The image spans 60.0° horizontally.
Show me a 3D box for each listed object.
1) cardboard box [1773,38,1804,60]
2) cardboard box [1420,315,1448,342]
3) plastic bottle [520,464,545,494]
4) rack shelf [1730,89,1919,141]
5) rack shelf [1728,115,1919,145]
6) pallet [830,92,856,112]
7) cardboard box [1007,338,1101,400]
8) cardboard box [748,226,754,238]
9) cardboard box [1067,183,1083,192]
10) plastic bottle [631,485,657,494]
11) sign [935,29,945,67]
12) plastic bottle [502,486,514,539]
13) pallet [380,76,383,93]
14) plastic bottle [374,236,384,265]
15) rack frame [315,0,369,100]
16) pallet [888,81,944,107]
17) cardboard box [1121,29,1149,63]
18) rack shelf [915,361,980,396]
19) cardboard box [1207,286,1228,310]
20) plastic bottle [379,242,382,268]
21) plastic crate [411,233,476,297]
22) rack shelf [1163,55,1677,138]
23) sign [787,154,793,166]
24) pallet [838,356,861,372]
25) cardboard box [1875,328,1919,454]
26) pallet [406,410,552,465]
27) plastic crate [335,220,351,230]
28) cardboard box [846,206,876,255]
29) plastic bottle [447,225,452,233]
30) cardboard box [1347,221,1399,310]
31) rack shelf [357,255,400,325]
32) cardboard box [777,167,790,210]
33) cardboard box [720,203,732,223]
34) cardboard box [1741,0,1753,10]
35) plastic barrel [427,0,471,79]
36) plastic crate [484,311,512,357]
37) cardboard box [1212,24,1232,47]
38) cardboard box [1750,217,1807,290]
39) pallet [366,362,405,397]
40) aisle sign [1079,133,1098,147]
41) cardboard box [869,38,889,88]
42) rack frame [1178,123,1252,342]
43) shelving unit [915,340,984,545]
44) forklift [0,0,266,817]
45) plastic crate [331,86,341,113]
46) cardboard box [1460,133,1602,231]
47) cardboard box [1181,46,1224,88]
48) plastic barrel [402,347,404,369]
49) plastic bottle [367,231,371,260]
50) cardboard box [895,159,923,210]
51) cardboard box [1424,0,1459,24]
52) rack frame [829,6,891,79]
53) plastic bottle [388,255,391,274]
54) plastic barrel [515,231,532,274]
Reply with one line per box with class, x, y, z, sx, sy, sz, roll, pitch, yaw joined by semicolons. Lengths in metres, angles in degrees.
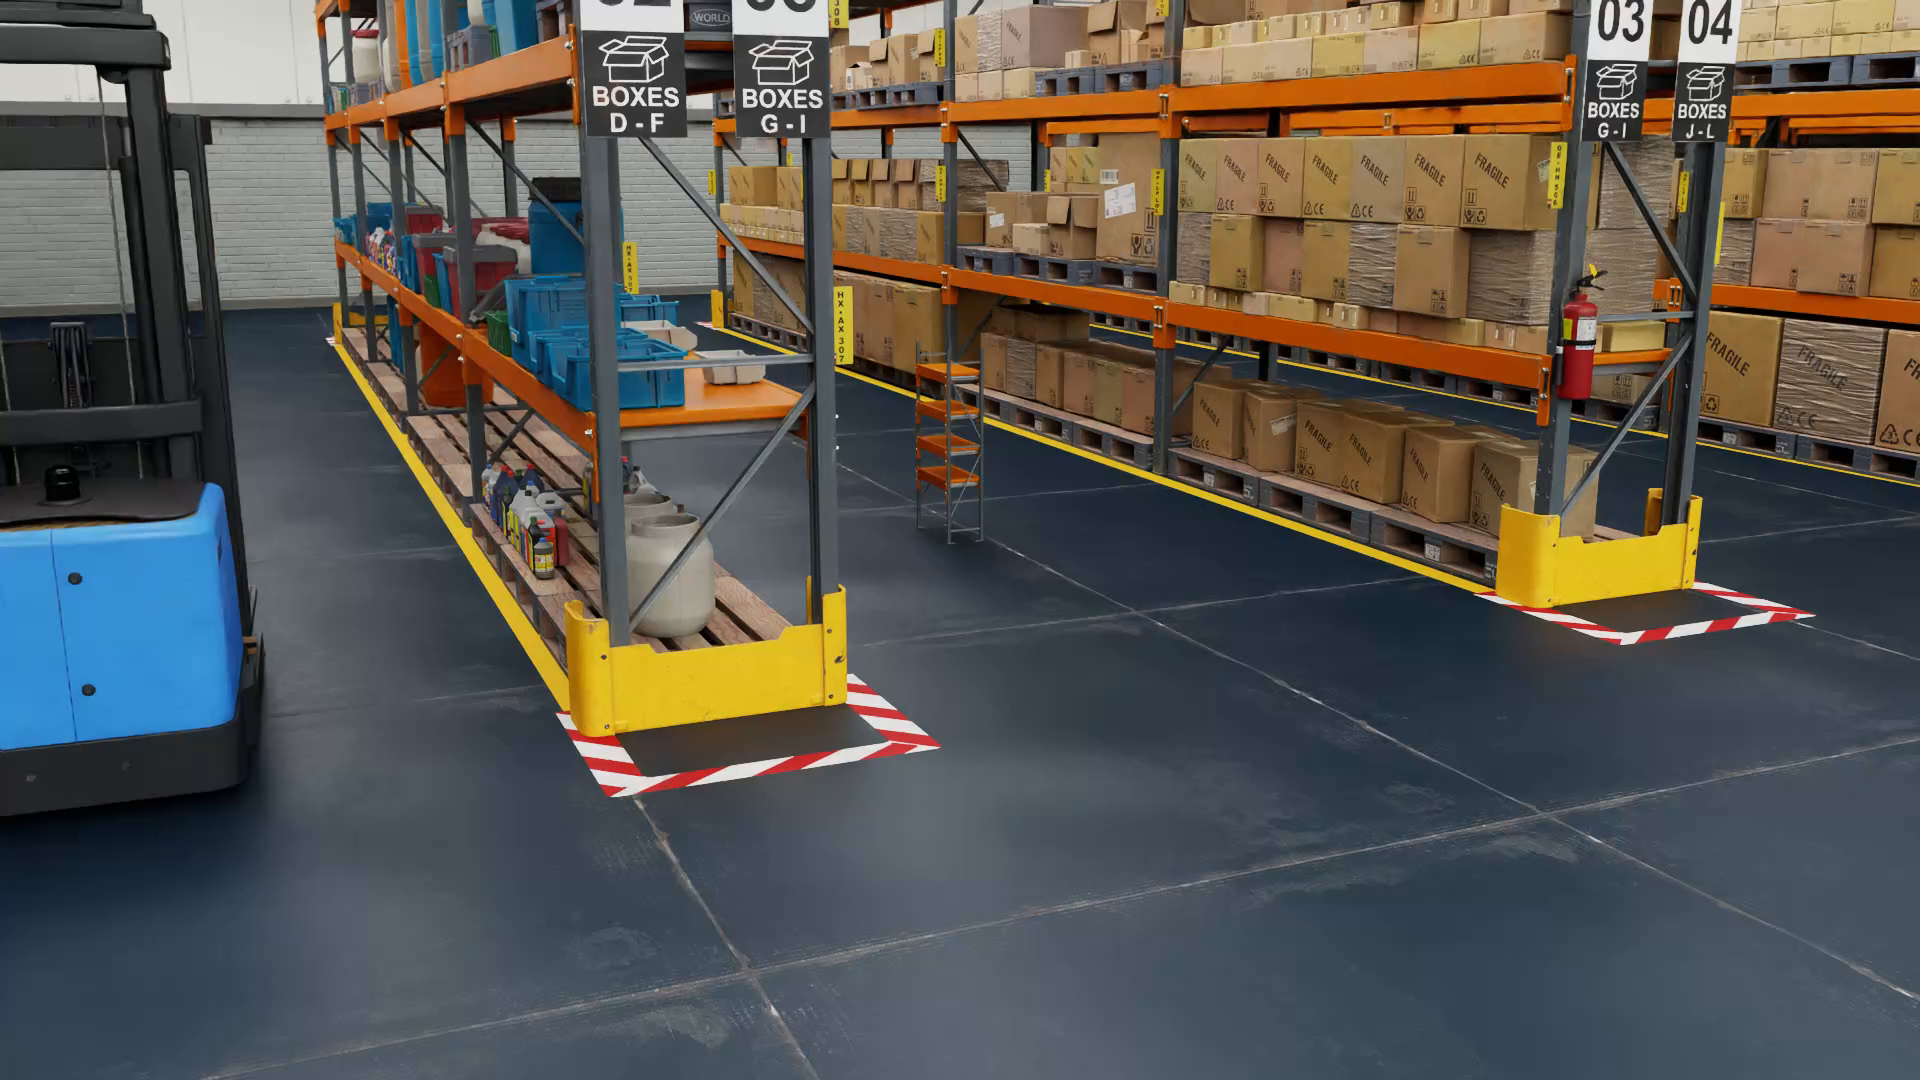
cardboard box;6.554;-3.803;12.900;0.380;0.149;0.250;-6;14;-23
cardboard box;2.896;-1.237;9.621;0.380;0.149;0.250;-6;14;-23
plastic bottle;-2.533;-0.279;9.824;0.144;0.351;0.185;-6;14;-23
rack shelf;7.316;-3.119;12.137;1.077;0.370;4.000;-6;14;-23
rack shelf;10.209;-4.413;17.730;1.077;0.370;4.000;-6;14;-23
pallet;-0.862;-4.830;18.359;0.805;0.209;1.217;-6;14;-25
cardboard box;0.848;-1.567;15.056;0.700;0.500;0.500;-7;15;-28
cardboard box;-2.520;-3.982;21.482;0.380;0.149;0.250;-6;14;-24
cardboard box;1.873;-4.868;23.870;0.500;0.500;0.500;-6;14;-23
plastic bottle;-1.818;-0.187;9.590;0.152;0.276;0.135;-5;14;-22
sign;-0.184;-4.524;15.290;0.100;0.325;0.005;-6;14;-23
plastic bottle;-2.561;-0.157;9.443;0.061;0.283;0.133;-5;14;-20
pallet;-4.427;-3.909;14.376;1.003;0.211;1.213;-6;14;-23
plastic bottle;-5.605;-2.818;16.168;0.152;0.276;0.135;-6;14;-23
rack frame;-7.415;-6.949;20.437;1.000;3.000;0.127;-6;14;-23
pallet;0.021;-4.318;16.142;1.213;0.211;1.003;-5;14;-20
cardboard box;1.462;-3.780;12.764;0.396;0.266;0.258;-5;14;-21
rack shelf;-0.066;-1.002;10.294;0.258;0.148;0.480;-6;14;-23
cardboard box;1.954;-1.698;11.612;0.380;0.149;0.250;-6;14;-23
plastic bottle;-5.452;-2.721;15.760;0.097;0.271;0.097;0;13;0
plastic crate;-3.843;-2.043;12.402;0.402;0.464;0.583;-6;14;-23
rack shelf;2.731;-2.692;10.291;1.077;0.370;4.000;-6;14;-23
sign;-2.374;-5.199;23.088;0.100;0.325;0.005;-6;14;-23
pallet;-0.896;-2.136;19.130;1.003;0.211;1.213;-6;14;-23
cardboard box;7.431;-1.080;12.165;0.875;0.875;0.875;-6;14;-24
pallet;-3.936;-0.851;13.579;1.003;0.211;1.213;-6;14;-23
plastic crate;-7.354;-3.757;20.189;0.416;0.233;0.300;-6;14;-23
cardboard box;-0.917;-3.371;18.060;0.500;0.500;0.500;-6;14;-24
plastic bottle;-5.145;-3.015;16.855;0.144;0.351;0.185;-6;14;-23
cardboard box;2.866;-1.677;10.083;0.875;0.500;0.500;-6;14;-23
rack shelf;-5.012;-2.436;15.838;1.077;0.370;4.000;-6;14;-23
cardboard box;-1.901;-4.259;20.129;0.500;0.500;0.500;-5;14;-22
cardboard box;-2.932;-4.422;22.495;0.500;0.250;0.500;-6;14;-24
cardboard box;6.350;-4.296;13.263;0.380;0.149;0.250;-5;14;-22
plastic barrel;-3.011;-3.338;10.375;0.600;0.901;0.708;-6;14;-23
plastic crate;-2.323;-1.138;9.103;0.450;0.188;0.662;-6;14;-23
cardboard box;1.947;-3.433;11.346;0.380;0.149;0.250;-6;14;-26
cardboard box;6.915;-2.308;13.356;0.875;0.550;0.550;-6;14;-23
pallet;-5.542;-1.678;17.152;1.003;0.211;1.213;-6;14;-23
aisle sign;1.954;-6.209;24.781;0.394;0.787;0.004;-6;14;-23
cardboard box;-0.510;-4.957;17.323;0.797;0.503;0.637;-6;14;-24
rack frame;3.311;-4.074;21.321;1.000;3.000;0.127;-6;14;-23
shelving unit;-0.066;-0.619;10.382;0.258;1.200;0.503;-6;14;-23
forklift;-3.666;-0.724;6.998;1.130;2.935;3.031;-5;14;-20
plastic crate;-6.810;-4.944;18.689;0.437;0.282;0.530;-6;14;-23
cardboard box;3.086;-1.940;9.000;0.500;0.500;0.500;-6;14;-23
cardboard box;1.876;-3.266;11.511;0.500;0.250;0.500;-6;14;-25
plastic barrel;-5.182;-1.807;16.112;0.421;0.512;0.421;0;13;0
plastic bottle;-6.003;-3.001;16.943;0.061;0.283;0.133;-6;14;-23
cardboard box;-0.209;-3.645;17.022;0.797;0.503;0.637;-5;14;-22
cardboard box;2.806;-2.940;9.217;0.380;0.149;0.250;-6;14;-23
rack frame;-1.274;-6.570;18.799;1.000;3.000;0.127;-6;14;-23
plastic bottle;-5.080;-2.495;14.939;0.097;0.201;0.097;0;13;0
plastic barrel;-2.790;-1.831;11.325;0.433;0.535;0.433;0;13;0
